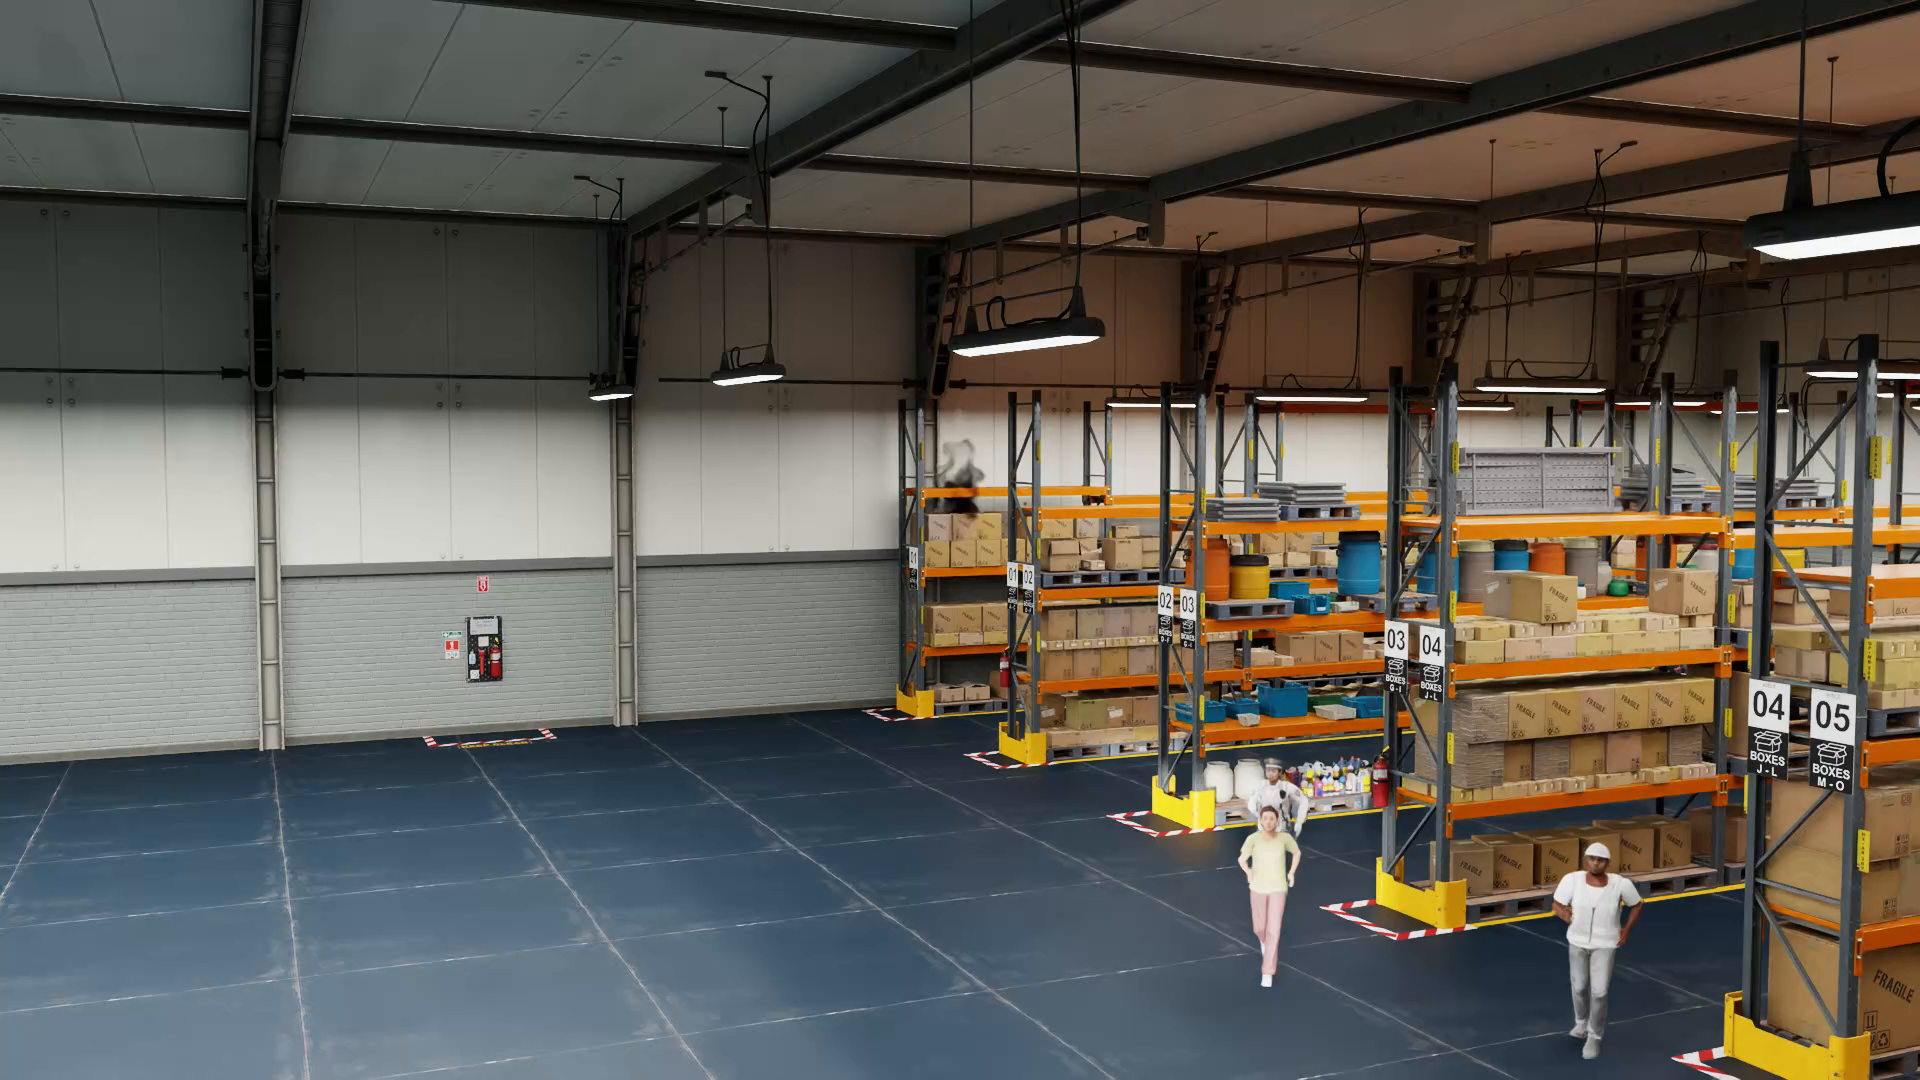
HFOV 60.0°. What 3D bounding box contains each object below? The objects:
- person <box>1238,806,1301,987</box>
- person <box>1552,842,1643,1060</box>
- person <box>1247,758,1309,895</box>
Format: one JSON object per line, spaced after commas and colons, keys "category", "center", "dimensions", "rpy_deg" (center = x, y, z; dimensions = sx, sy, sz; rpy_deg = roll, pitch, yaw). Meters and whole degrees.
{"category": "person", "center": [2.984, 3.391, 16.072], "dimensions": [0.591, 1.654, 0.853], "rpy_deg": [1, 3, 14]}
{"category": "person", "center": [5.366, 3.464, 14.102], "dimensions": [0.692, 1.820, 0.676], "rpy_deg": [2, 4, 33]}
{"category": "person", "center": [3.504, 3.249, 18.464], "dimensions": [0.644, 1.709, 0.898], "rpy_deg": [2, 4, 34]}
